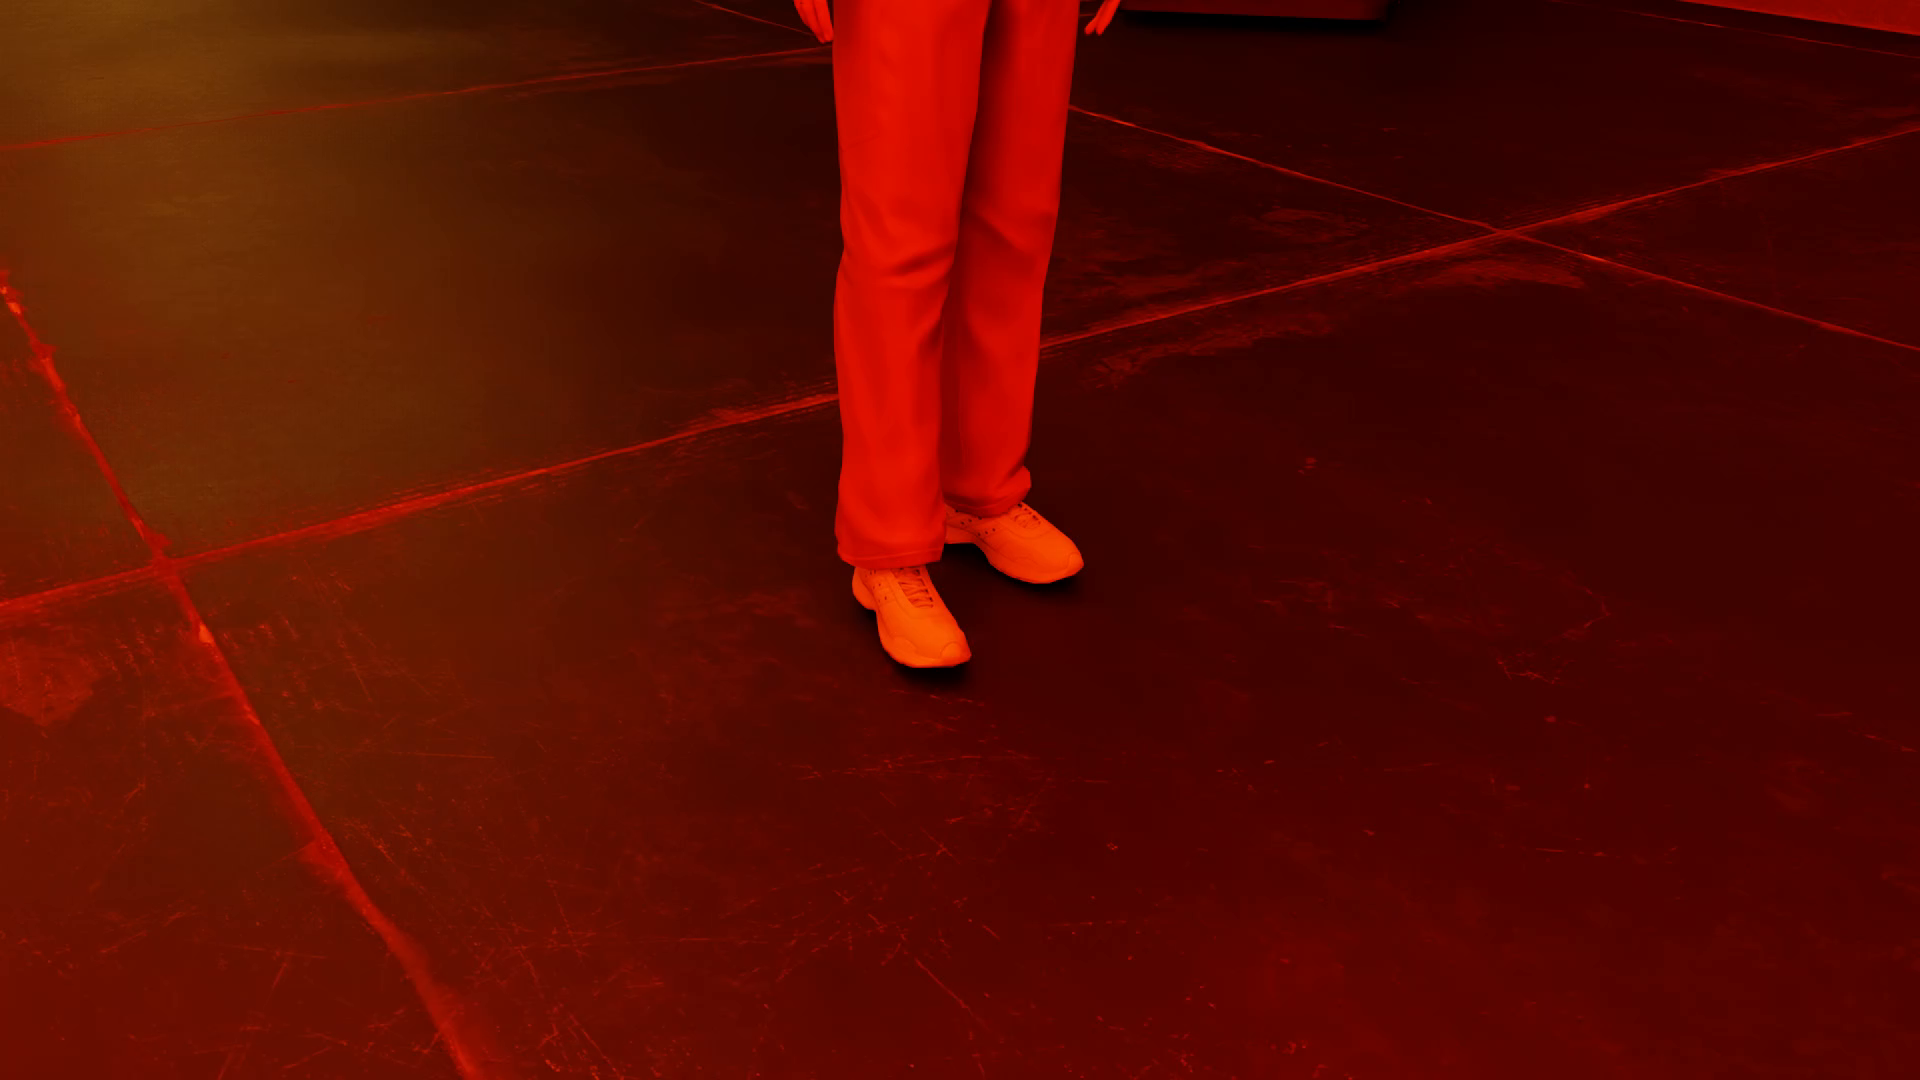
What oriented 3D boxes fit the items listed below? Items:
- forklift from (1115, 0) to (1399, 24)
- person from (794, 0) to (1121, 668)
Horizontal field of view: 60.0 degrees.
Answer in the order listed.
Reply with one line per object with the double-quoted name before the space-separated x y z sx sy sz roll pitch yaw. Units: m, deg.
"forklift" 1.458 -3.891 6.988 1.130 2.935 3.031 7 27 13
"person" 0.032 -0.725 2.061 0.553 1.675 0.549 -17 31 -31
